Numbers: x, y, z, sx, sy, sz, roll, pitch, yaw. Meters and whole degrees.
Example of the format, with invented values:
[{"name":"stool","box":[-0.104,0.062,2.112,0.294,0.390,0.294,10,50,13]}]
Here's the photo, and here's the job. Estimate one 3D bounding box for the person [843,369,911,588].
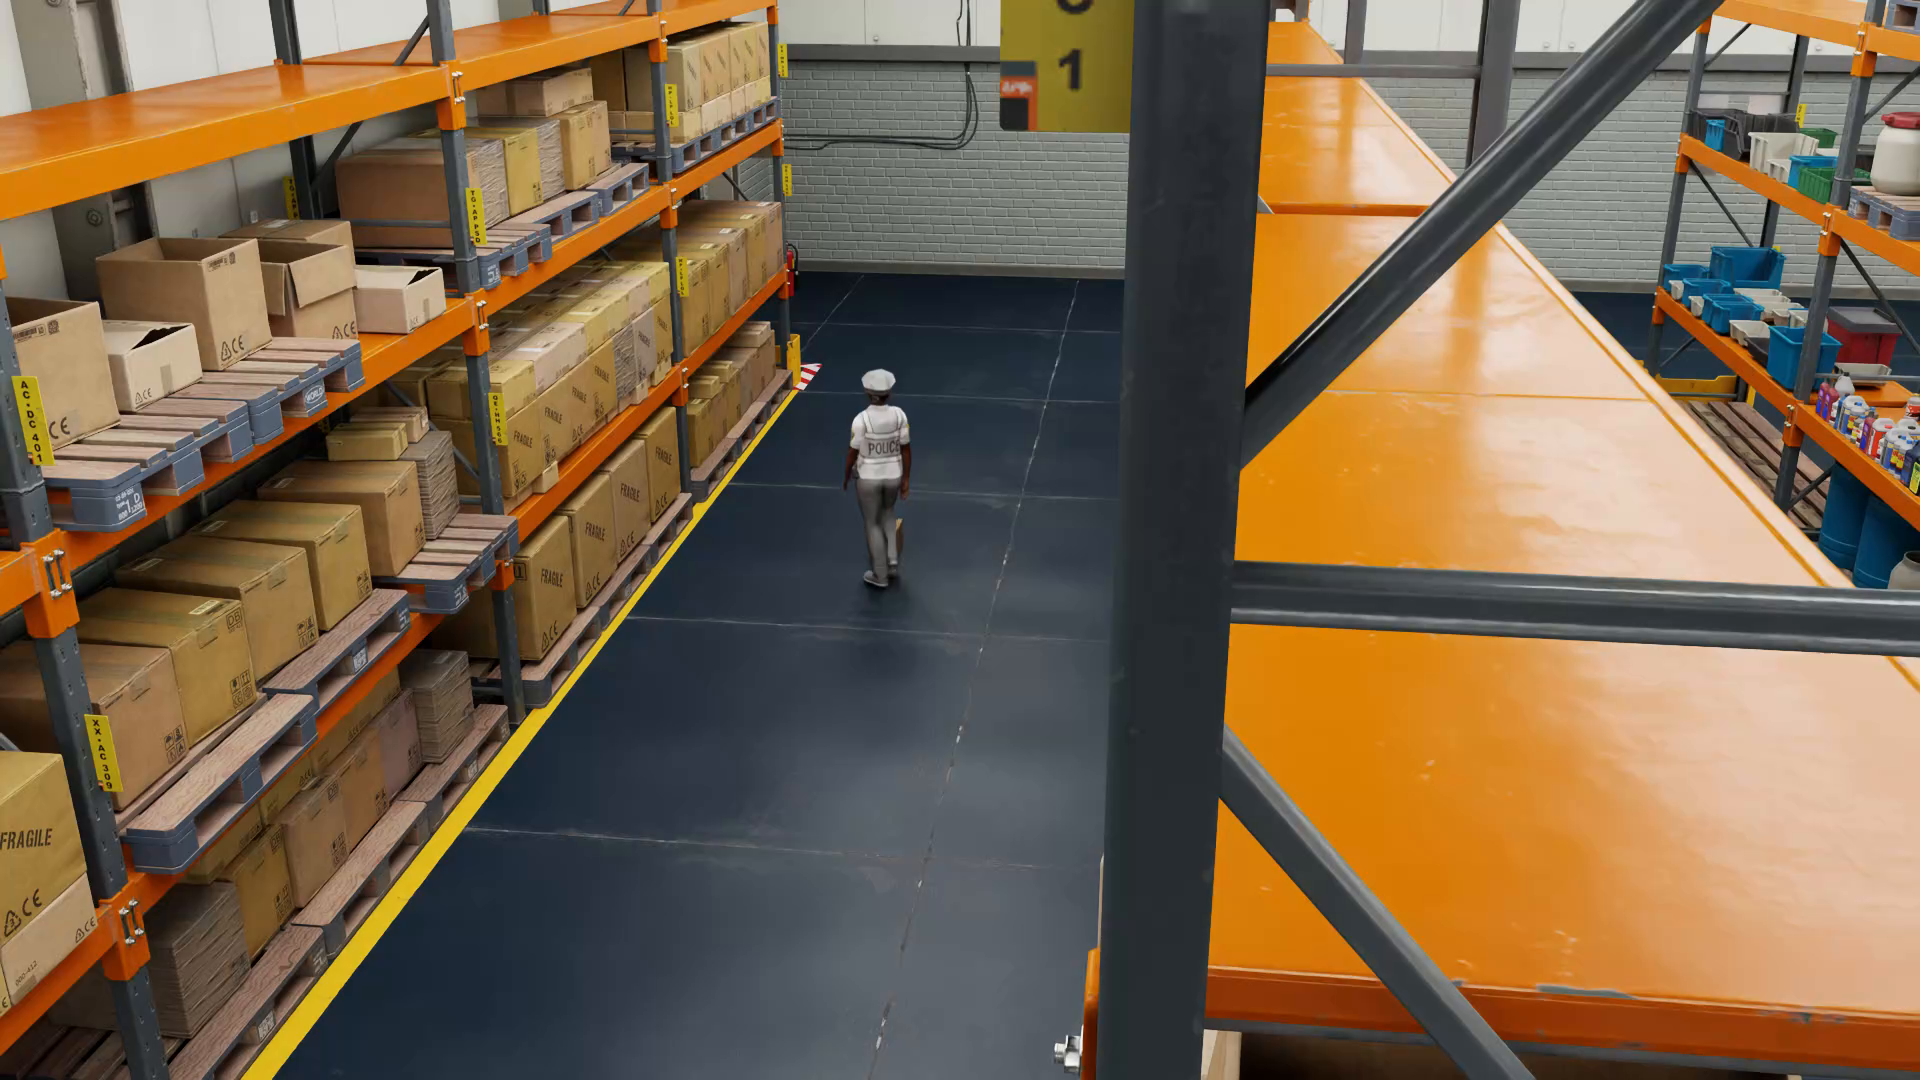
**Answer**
[{"name":"person","box":[-0.638,-0.458,12.630,0.457,1.727,0.451,-12,24,-28]}]
